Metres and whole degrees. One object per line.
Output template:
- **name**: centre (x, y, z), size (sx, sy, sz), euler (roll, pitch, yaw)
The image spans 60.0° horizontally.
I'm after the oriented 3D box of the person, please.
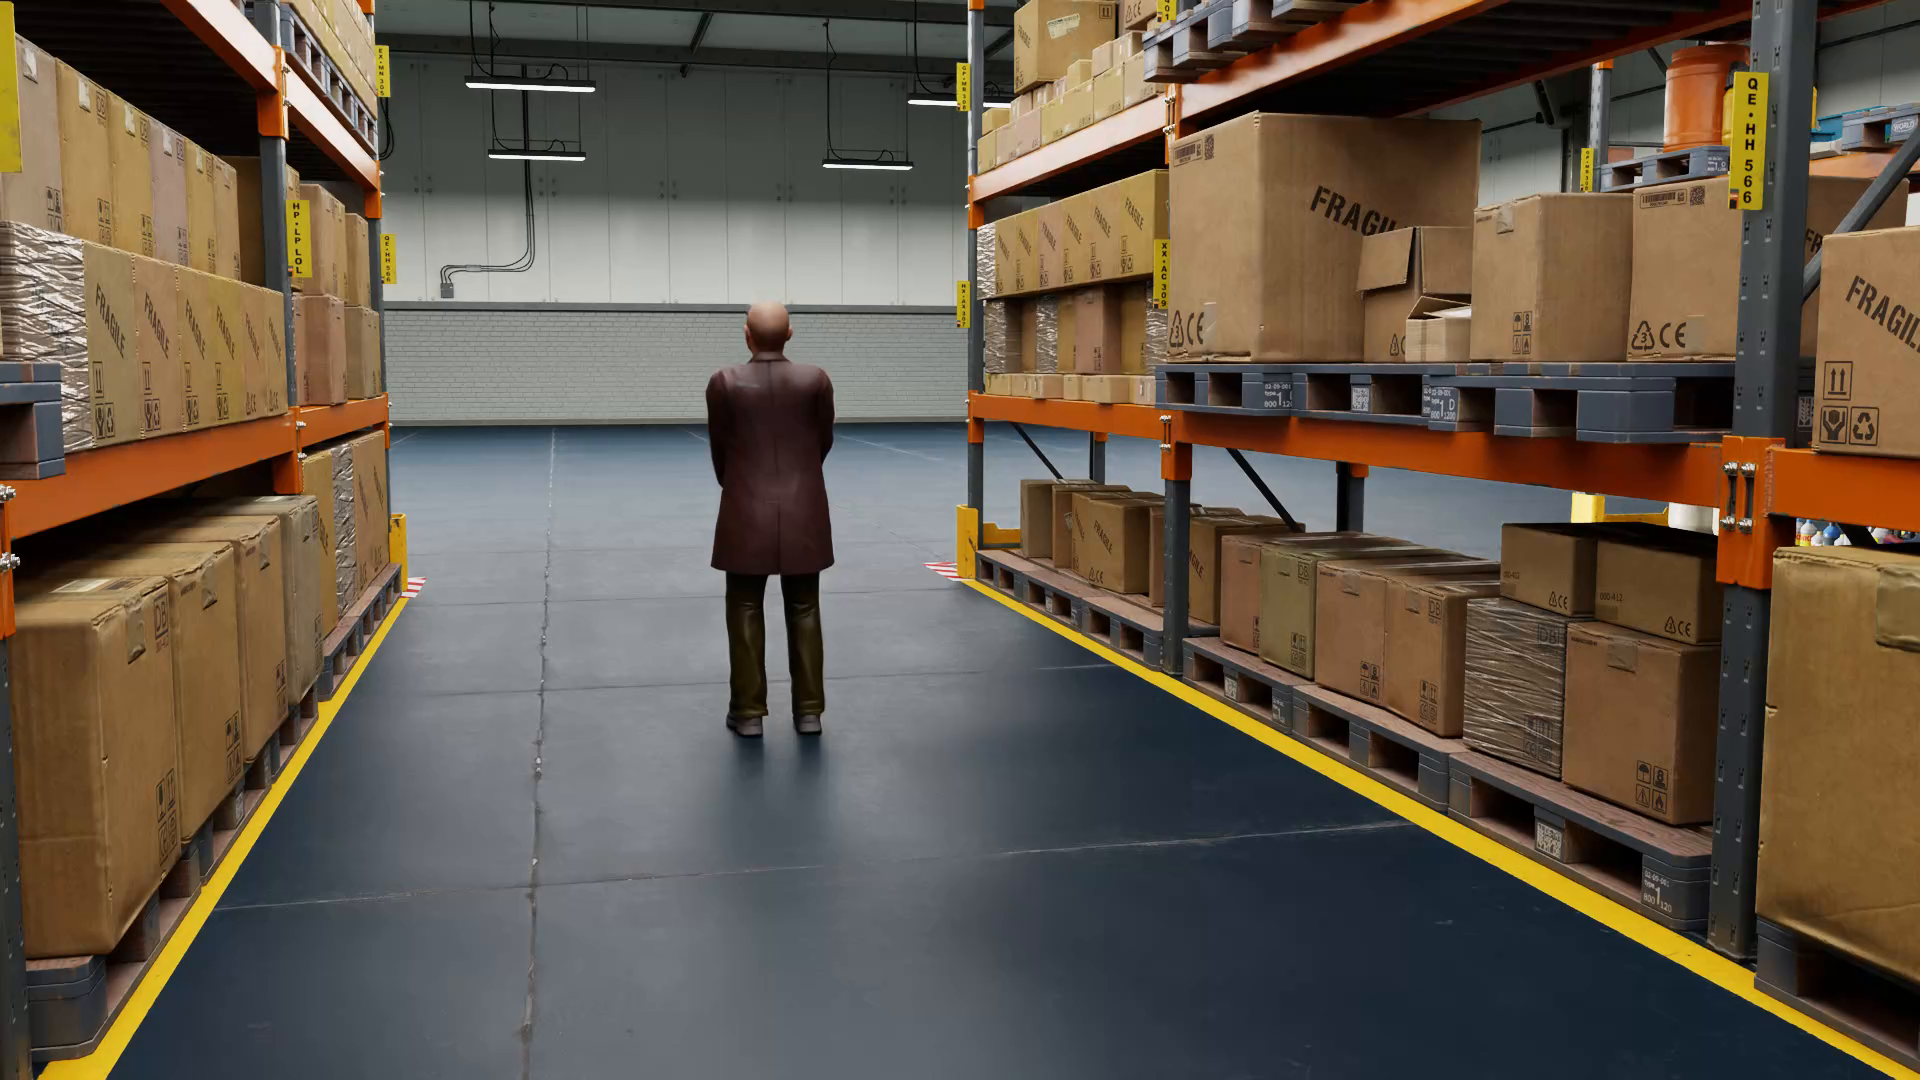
- **person**: centre (-0.793, -0.104, 6.899), size (0.530, 1.769, 0.563), euler (-1, 6, -13)
